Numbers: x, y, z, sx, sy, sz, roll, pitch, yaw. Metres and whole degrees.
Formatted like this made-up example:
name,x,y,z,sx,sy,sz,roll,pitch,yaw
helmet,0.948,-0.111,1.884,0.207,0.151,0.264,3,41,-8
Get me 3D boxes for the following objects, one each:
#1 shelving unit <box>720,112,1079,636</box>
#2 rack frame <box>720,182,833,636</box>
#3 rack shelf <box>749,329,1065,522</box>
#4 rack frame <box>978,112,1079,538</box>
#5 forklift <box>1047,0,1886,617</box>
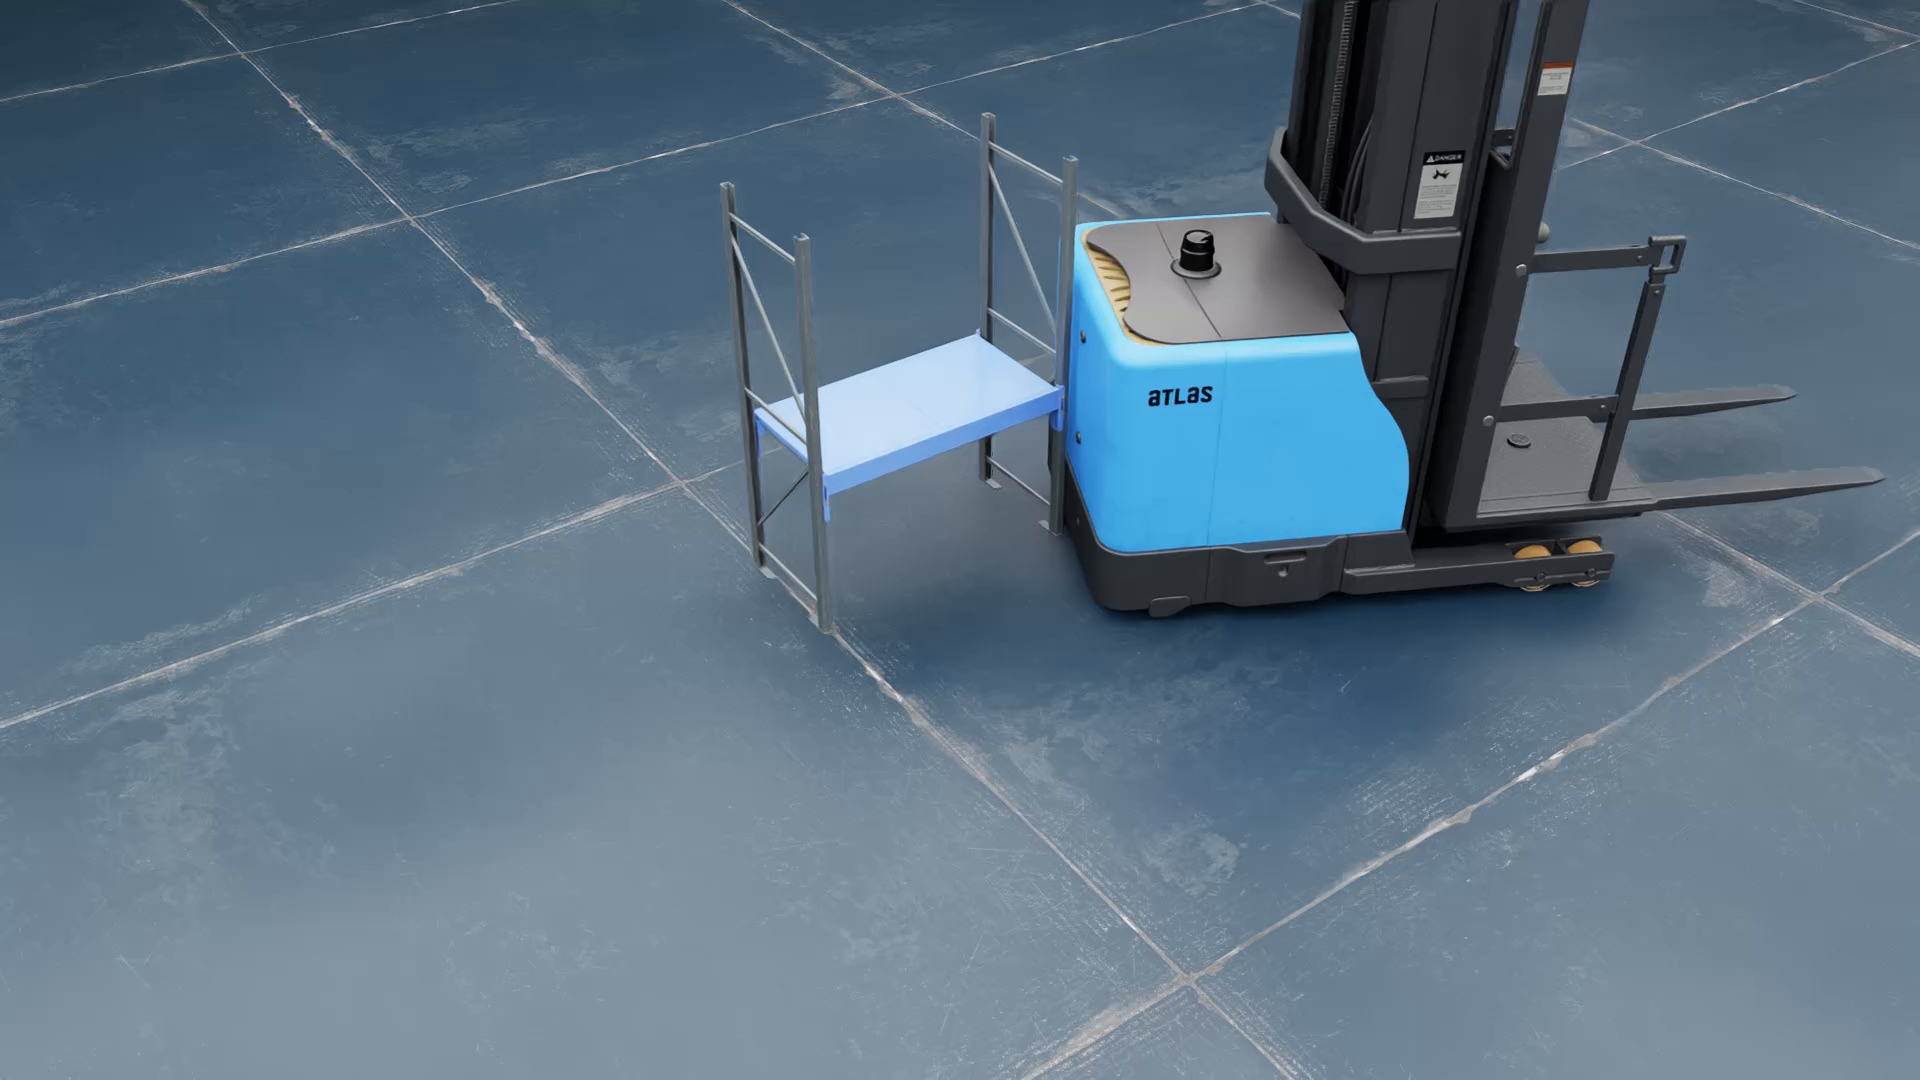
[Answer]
name,x,y,z,sx,sy,sz,roll,pitch,yaw
shelving unit,-0.186,-0.570,5.759,1.048,1.500,0.538,-22,41,-28
rack frame,-0.602,-0.399,5.521,0.032,1.500,0.500,-22,41,-28
rack shelf,-0.186,-0.424,5.864,1.000,0.185,0.538,-22,41,-28
rack frame,0.229,-0.741,5.996,0.032,1.500,0.500,-22,41,-28
forklift,1.904,-1.306,5.556,3.031,2.935,1.130,-5,36,-7
